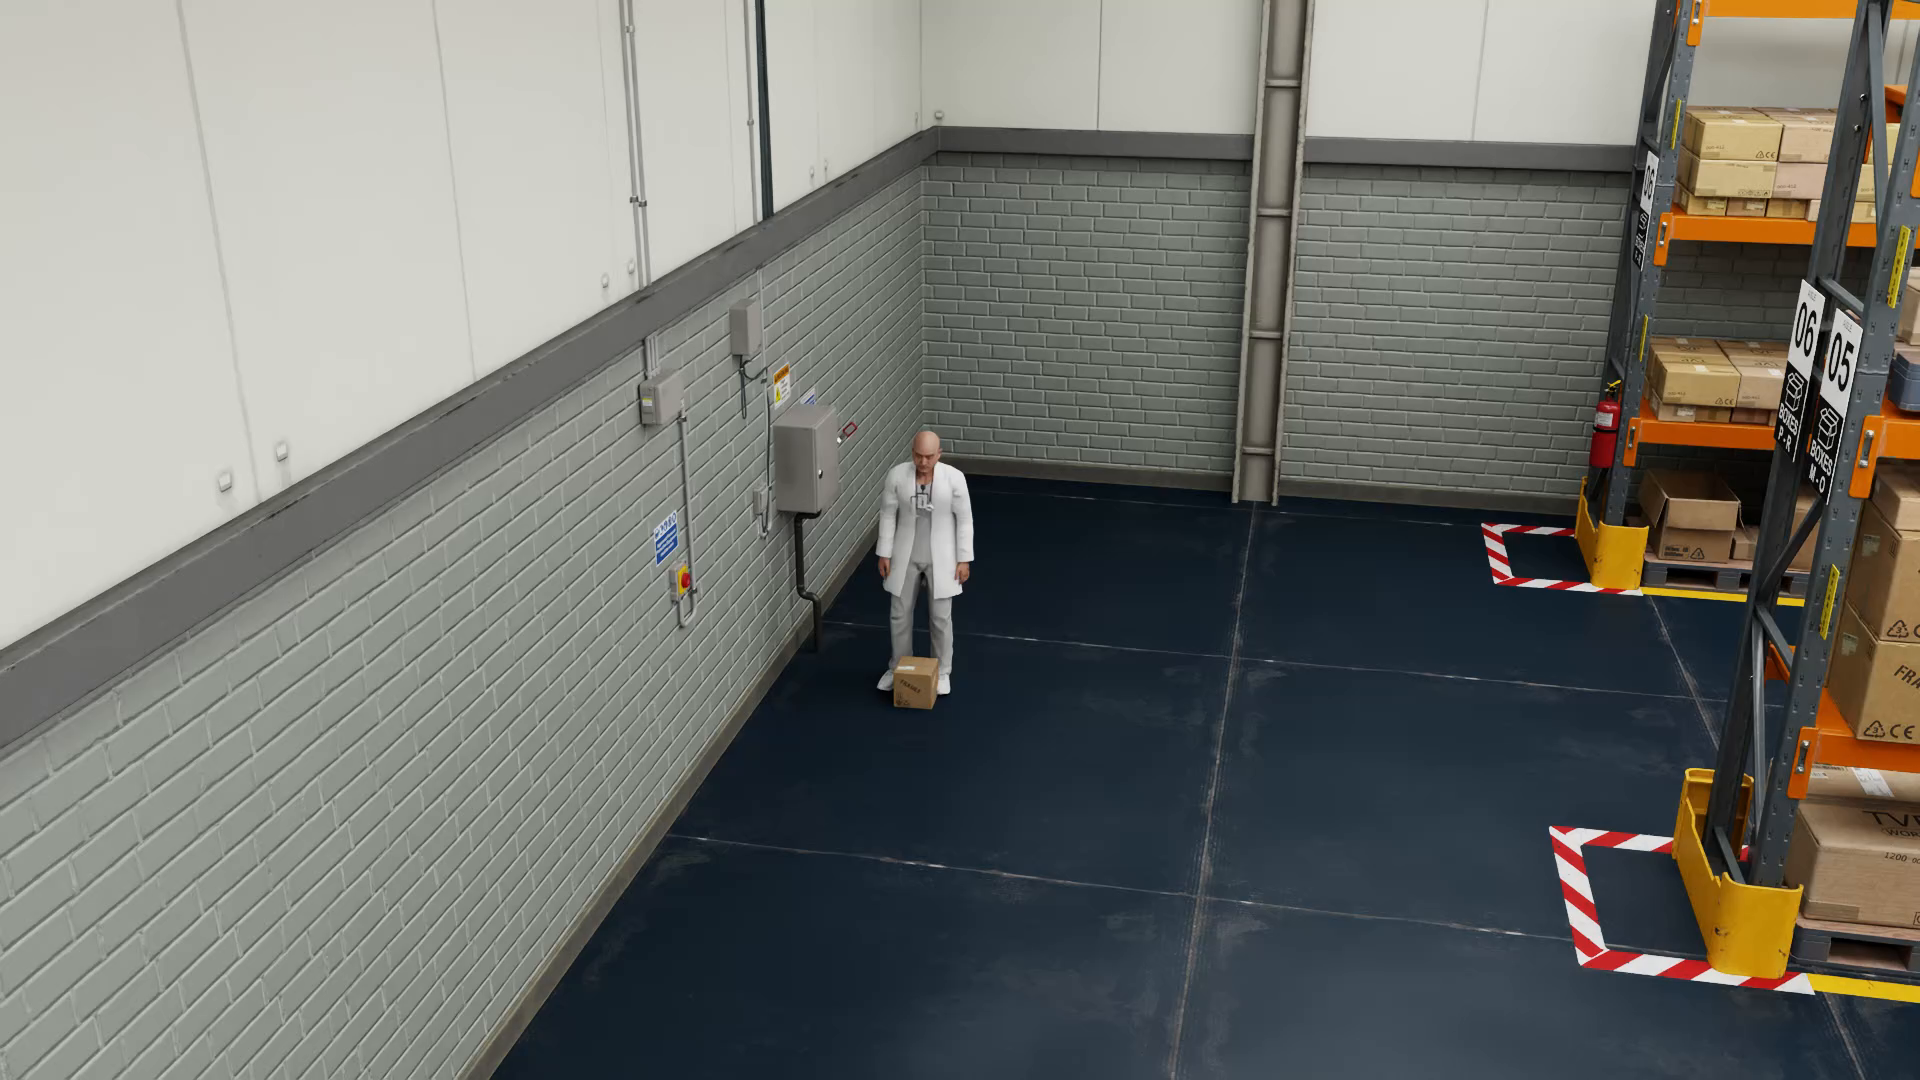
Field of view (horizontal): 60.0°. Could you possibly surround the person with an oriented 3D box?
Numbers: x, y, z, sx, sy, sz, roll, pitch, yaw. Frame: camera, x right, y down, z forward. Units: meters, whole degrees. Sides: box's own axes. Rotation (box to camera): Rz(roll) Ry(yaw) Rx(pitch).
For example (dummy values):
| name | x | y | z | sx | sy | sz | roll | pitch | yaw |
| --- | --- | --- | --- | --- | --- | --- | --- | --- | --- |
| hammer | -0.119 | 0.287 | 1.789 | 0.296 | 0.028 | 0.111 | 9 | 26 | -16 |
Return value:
| name | x | y | z | sx | sy | sz | roll | pitch | yaw |
| --- | --- | --- | --- | --- | --- | --- | --- | --- | --- |
| person | -0.230 | 0.129 | 10.776 | 0.644 | 1.772 | 0.429 | 3 | 21 | 8 |
